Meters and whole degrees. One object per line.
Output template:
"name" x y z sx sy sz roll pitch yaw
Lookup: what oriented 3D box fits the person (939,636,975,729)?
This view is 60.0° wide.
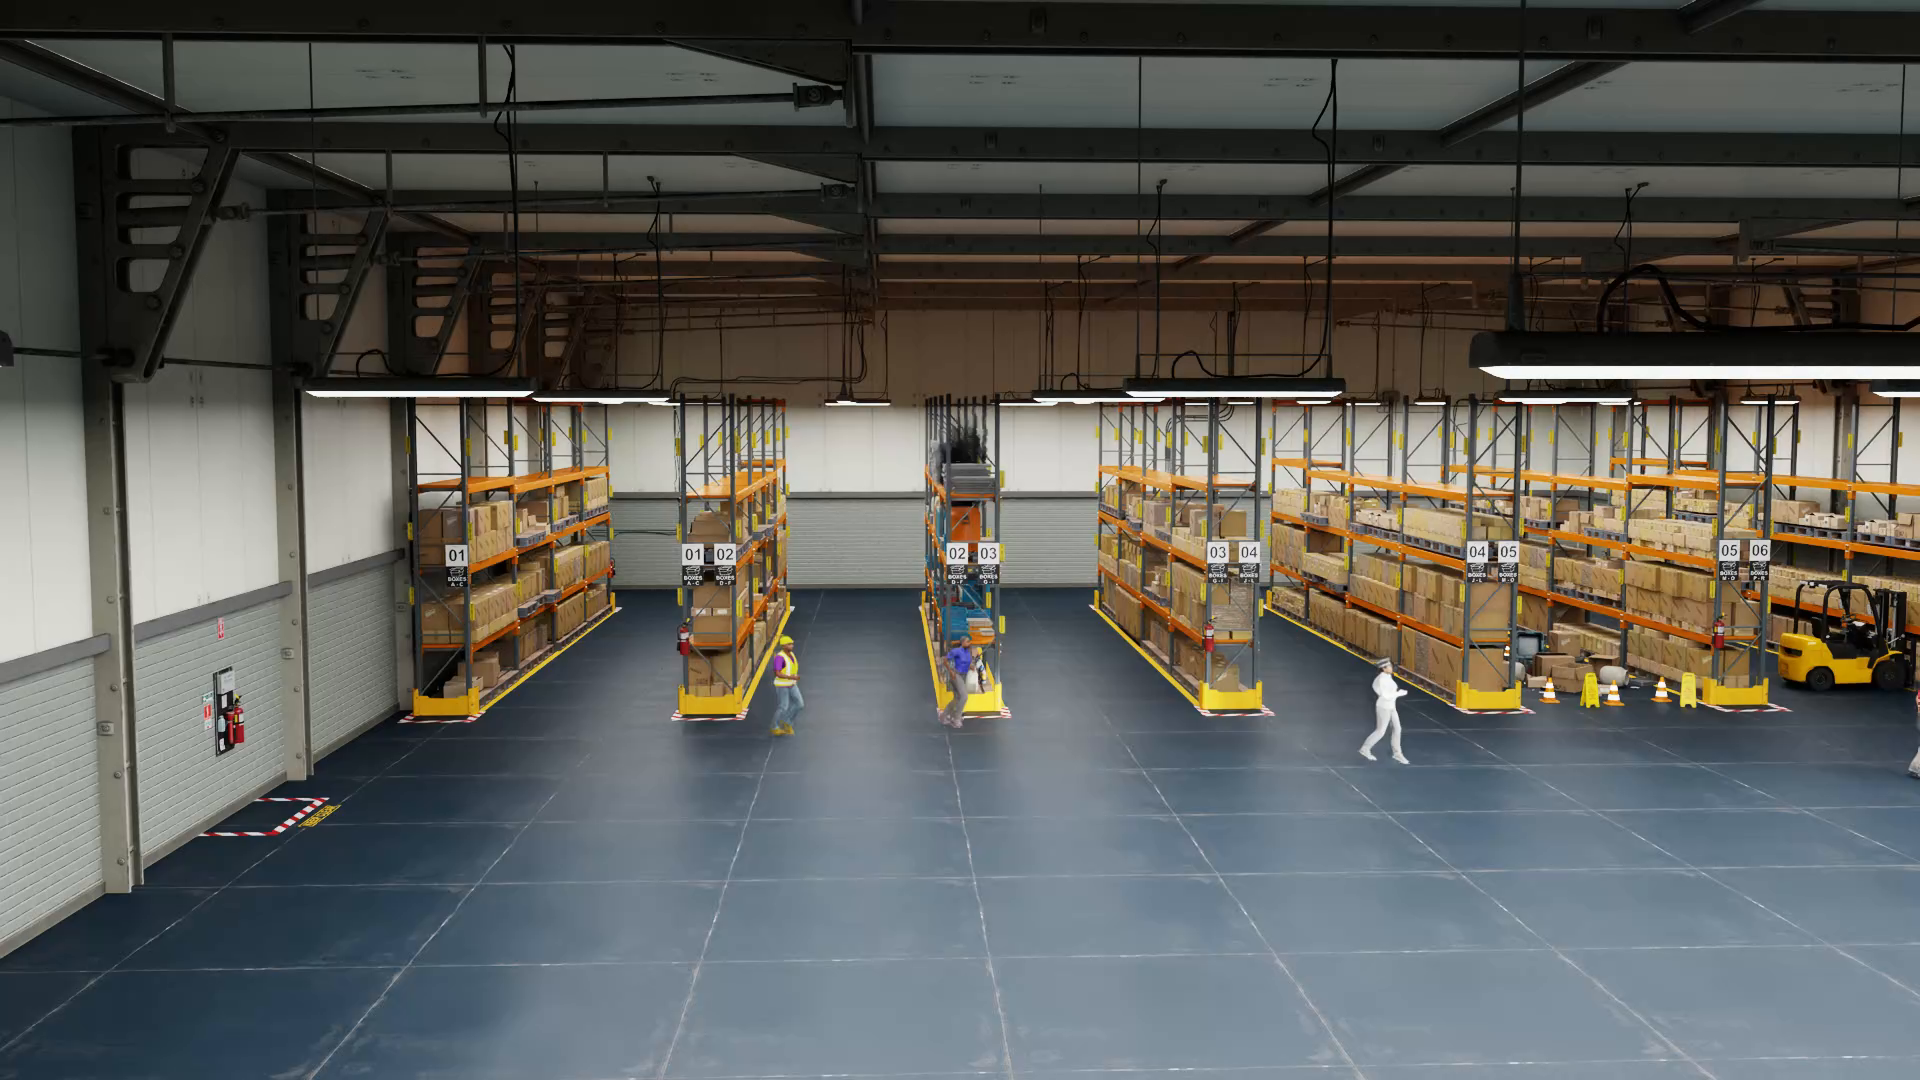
"person" -0.026 2.560 30.128 0.654 1.647 0.649 2 5 29

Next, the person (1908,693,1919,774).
"person" 15.077 2.855 25.579 0.822 1.766 0.630 4 6 39

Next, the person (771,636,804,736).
"person" -2.994 2.566 29.036 0.696 1.793 0.730 2 5 28

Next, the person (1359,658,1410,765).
"person" 6.849 2.747 26.793 0.785 1.725 0.600 2 5 25
